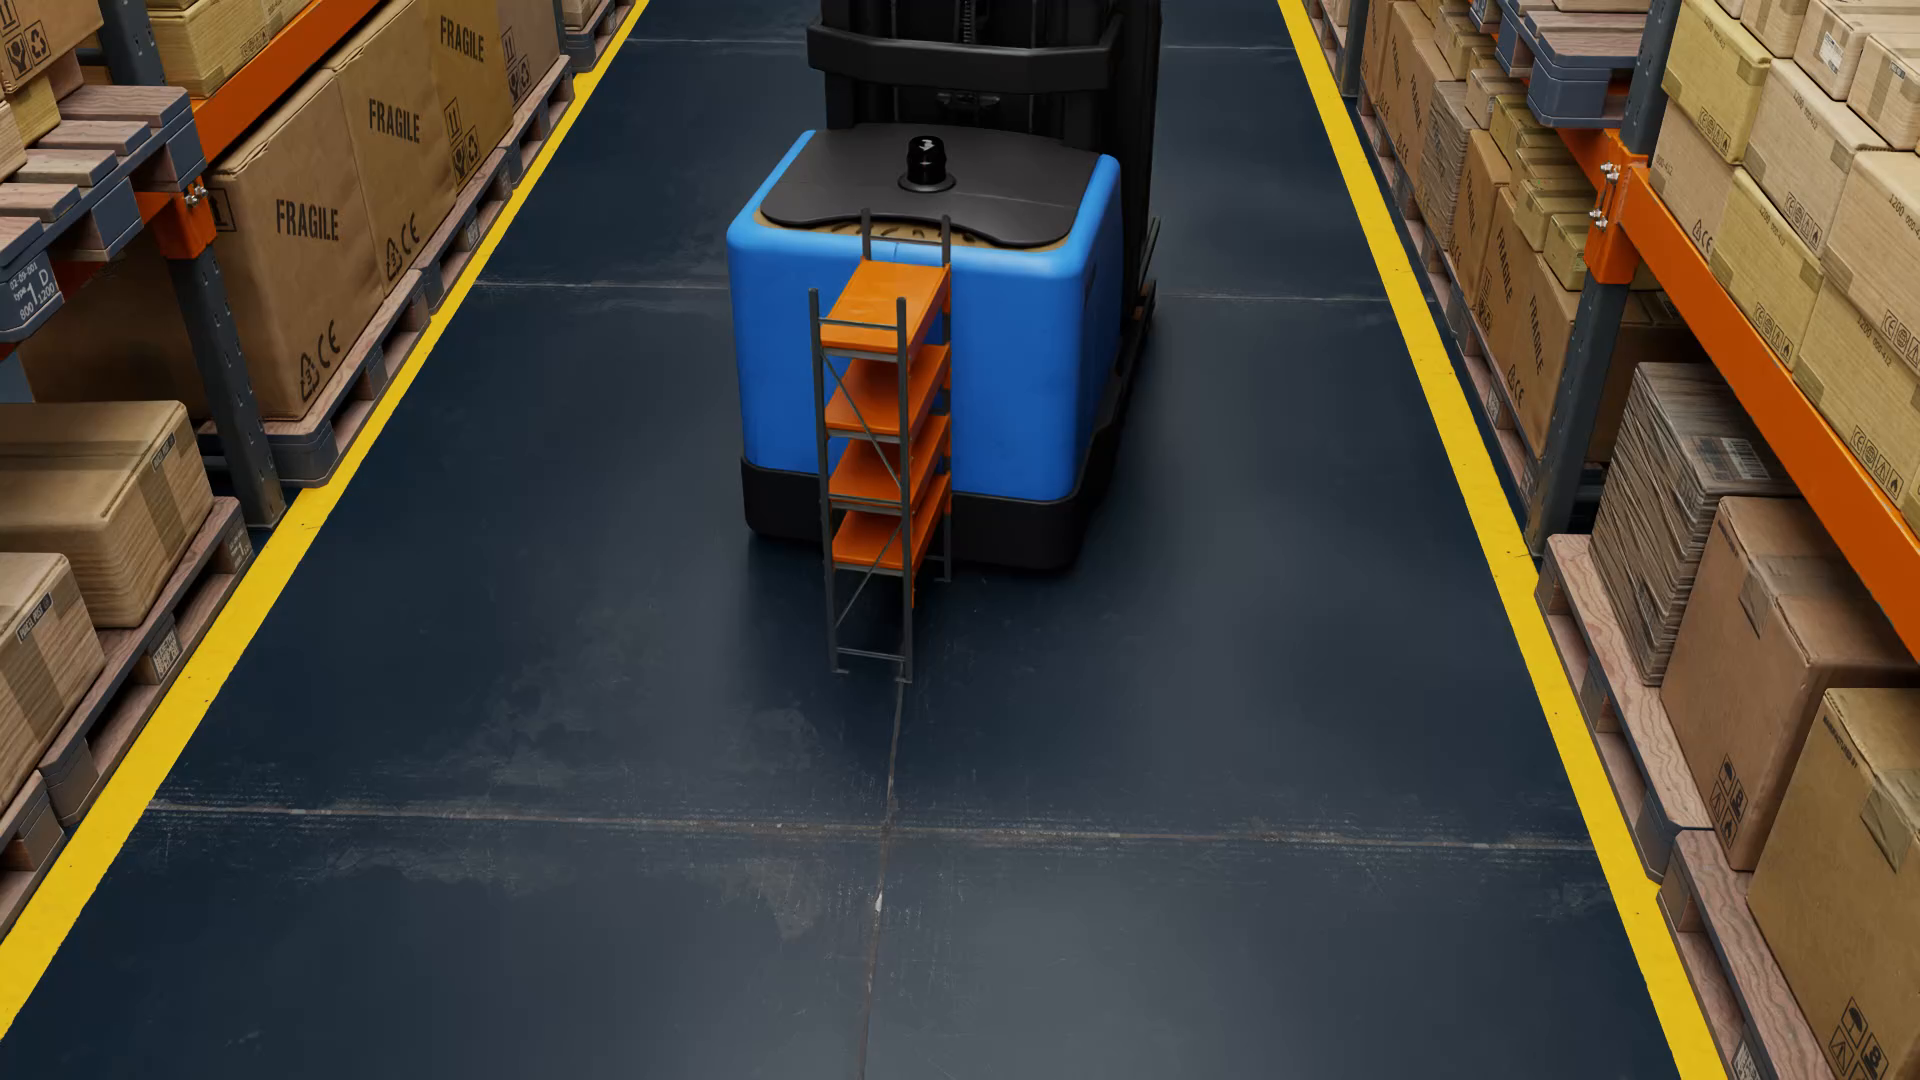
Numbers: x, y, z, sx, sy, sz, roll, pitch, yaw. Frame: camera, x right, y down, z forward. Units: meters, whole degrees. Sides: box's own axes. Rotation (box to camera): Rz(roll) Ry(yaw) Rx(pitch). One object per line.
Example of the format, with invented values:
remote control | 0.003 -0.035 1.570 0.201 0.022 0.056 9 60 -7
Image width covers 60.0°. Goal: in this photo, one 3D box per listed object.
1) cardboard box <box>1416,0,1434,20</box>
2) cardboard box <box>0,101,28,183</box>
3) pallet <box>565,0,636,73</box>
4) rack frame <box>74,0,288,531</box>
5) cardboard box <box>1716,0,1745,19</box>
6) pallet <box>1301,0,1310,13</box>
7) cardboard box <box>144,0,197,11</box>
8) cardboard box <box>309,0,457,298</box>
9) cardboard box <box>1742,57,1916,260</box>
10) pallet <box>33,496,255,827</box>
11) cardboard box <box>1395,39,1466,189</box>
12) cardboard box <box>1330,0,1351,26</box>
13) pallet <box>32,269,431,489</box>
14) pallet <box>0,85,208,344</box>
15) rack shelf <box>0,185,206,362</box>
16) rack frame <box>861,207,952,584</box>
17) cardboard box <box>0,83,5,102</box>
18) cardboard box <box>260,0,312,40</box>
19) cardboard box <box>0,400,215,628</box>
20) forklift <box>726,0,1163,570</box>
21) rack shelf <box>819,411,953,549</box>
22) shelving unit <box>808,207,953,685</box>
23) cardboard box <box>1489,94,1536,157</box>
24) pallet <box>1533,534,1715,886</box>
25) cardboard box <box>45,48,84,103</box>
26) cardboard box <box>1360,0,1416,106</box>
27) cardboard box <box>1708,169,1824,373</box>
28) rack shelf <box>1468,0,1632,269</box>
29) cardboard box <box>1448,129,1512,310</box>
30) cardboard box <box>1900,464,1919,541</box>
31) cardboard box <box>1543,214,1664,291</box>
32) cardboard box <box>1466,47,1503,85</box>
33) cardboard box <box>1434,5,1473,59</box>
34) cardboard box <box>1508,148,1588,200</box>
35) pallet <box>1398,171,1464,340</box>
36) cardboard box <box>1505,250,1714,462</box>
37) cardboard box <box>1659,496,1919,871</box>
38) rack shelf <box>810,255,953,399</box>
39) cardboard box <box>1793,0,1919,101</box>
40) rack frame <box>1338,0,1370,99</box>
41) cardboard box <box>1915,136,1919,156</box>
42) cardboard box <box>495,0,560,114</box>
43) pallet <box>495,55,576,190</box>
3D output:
cardboard box | 2.226 -2.394 7.292 0.380 0.149 0.250 0 35 -1
cardboard box | -2.363 -0.876 3.741 0.380 0.149 0.250 1 35 1
pallet | -2.412 -2.895 9.186 1.003 0.211 1.213 1 35 2
rack frame | -2.681 -1.303 4.495 1.000 3.000 0.127 1 35 2
cardboard box | 1.971 -1.320 3.868 0.380 0.149 0.250 2 35 3
pallet | 2.514 -3.445 9.968 1.003 0.211 1.213 1 35 2
cardboard box | -2.414 -1.731 4.800 0.500 0.250 0.500 1 35 2
cardboard box | -2.531 -1.512 6.276 0.875 0.875 0.875 2 35 2
cardboard box | 1.995 -0.796 3.470 0.500 0.250 0.500 2 35 3
pallet | -2.714 0.287 4.658 1.003 0.211 1.213 1 35 2
cardboard box | 2.159 -1.772 6.971 0.500 0.500 0.500 0 35 0
cardboard box | 2.168 -2.820 8.769 0.380 0.149 0.250 0 35 0
pallet | -2.574 -0.613 5.938 1.003 0.211 1.213 1 35 2
pallet | -2.604 -0.812 3.964 1.213 0.211 1.003 1 35 2
rack shelf | -2.762 0.141 3.067 1.077 0.370 4.000 1 35 2
rack frame | -0.144 -0.377 4.743 0.240 1.200 0.015 7 36 10
cardboard box | -2.432 -1.072 3.456 0.500 0.500 0.500 1 35 1
cardboard box | -2.407 -1.812 5.350 0.500 0.250 0.500 0 35 1
cardboard box | -2.714 -0.075 4.668 0.950 0.372 0.625 -1 35 -1
forklift | 0.142 -1.953 5.480 1.130 2.935 3.031 7 36 10
rack shelf | -0.196 -0.185 4.587 0.258 0.148 0.480 7 36 10
shelving unit | -0.196 -0.240 4.548 0.258 1.200 0.503 7 36 10
cardboard box | 2.145 -1.496 6.014 0.380 0.149 0.250 1 35 1
pallet | 2.206 0.423 4.465 1.003 0.211 1.213 1 35 2
cardboard box | -2.459 -1.178 4.170 0.380 0.149 0.250 3 35 4
cardboard box | 2.195 -2.365 7.815 0.500 0.500 0.500 3 35 4
cardboard box | 1.991 -0.591 3.612 0.500 0.250 0.500 1 35 1
rack shelf | 2.359 -2.045 6.176 1.077 0.370 4.000 1 35 2
cardboard box | 2.130 -1.175 6.122 0.500 0.500 0.500 3 35 4
cardboard box | 1.955 0.004 2.767 0.500 0.250 0.500 2 35 3
cardboard box | 2.045 -0.894 5.158 0.380 0.149 0.250 0 35 0
cardboard box | 2.187 -1.795 6.440 0.380 0.149 0.250 1 35 2
cardboard box | 2.181 -2.094 6.865 0.380 0.149 0.250 1 35 2
cardboard box | 2.080 -1.202 5.596 0.380 0.149 0.250 0 35 0
pallet | 2.398 -1.176 6.740 1.003 0.211 1.213 1 35 2
cardboard box | 2.081 -0.587 5.285 0.500 0.500 0.500 2 35 3
cardboard box | 2.221 0.343 3.853 0.875 0.625 0.625 2 35 3
rack shelf | -0.196 -0.561 4.322 0.258 0.148 0.480 7 36 10
cardboard box | 1.977 -1.018 3.439 0.380 0.149 0.250 2 35 3
rack frame | 2.439 -3.488 7.605 1.000 3.000 0.127 1 35 2
cardboard box | 1.999 -0.723 3.019 0.380 0.149 0.250 2 35 2
cardboard box | -2.466 -2.545 7.745 0.875 0.875 0.875 2 35 3
pallet | -2.476 -2.015 7.933 1.003 0.211 1.213 1 35 2
